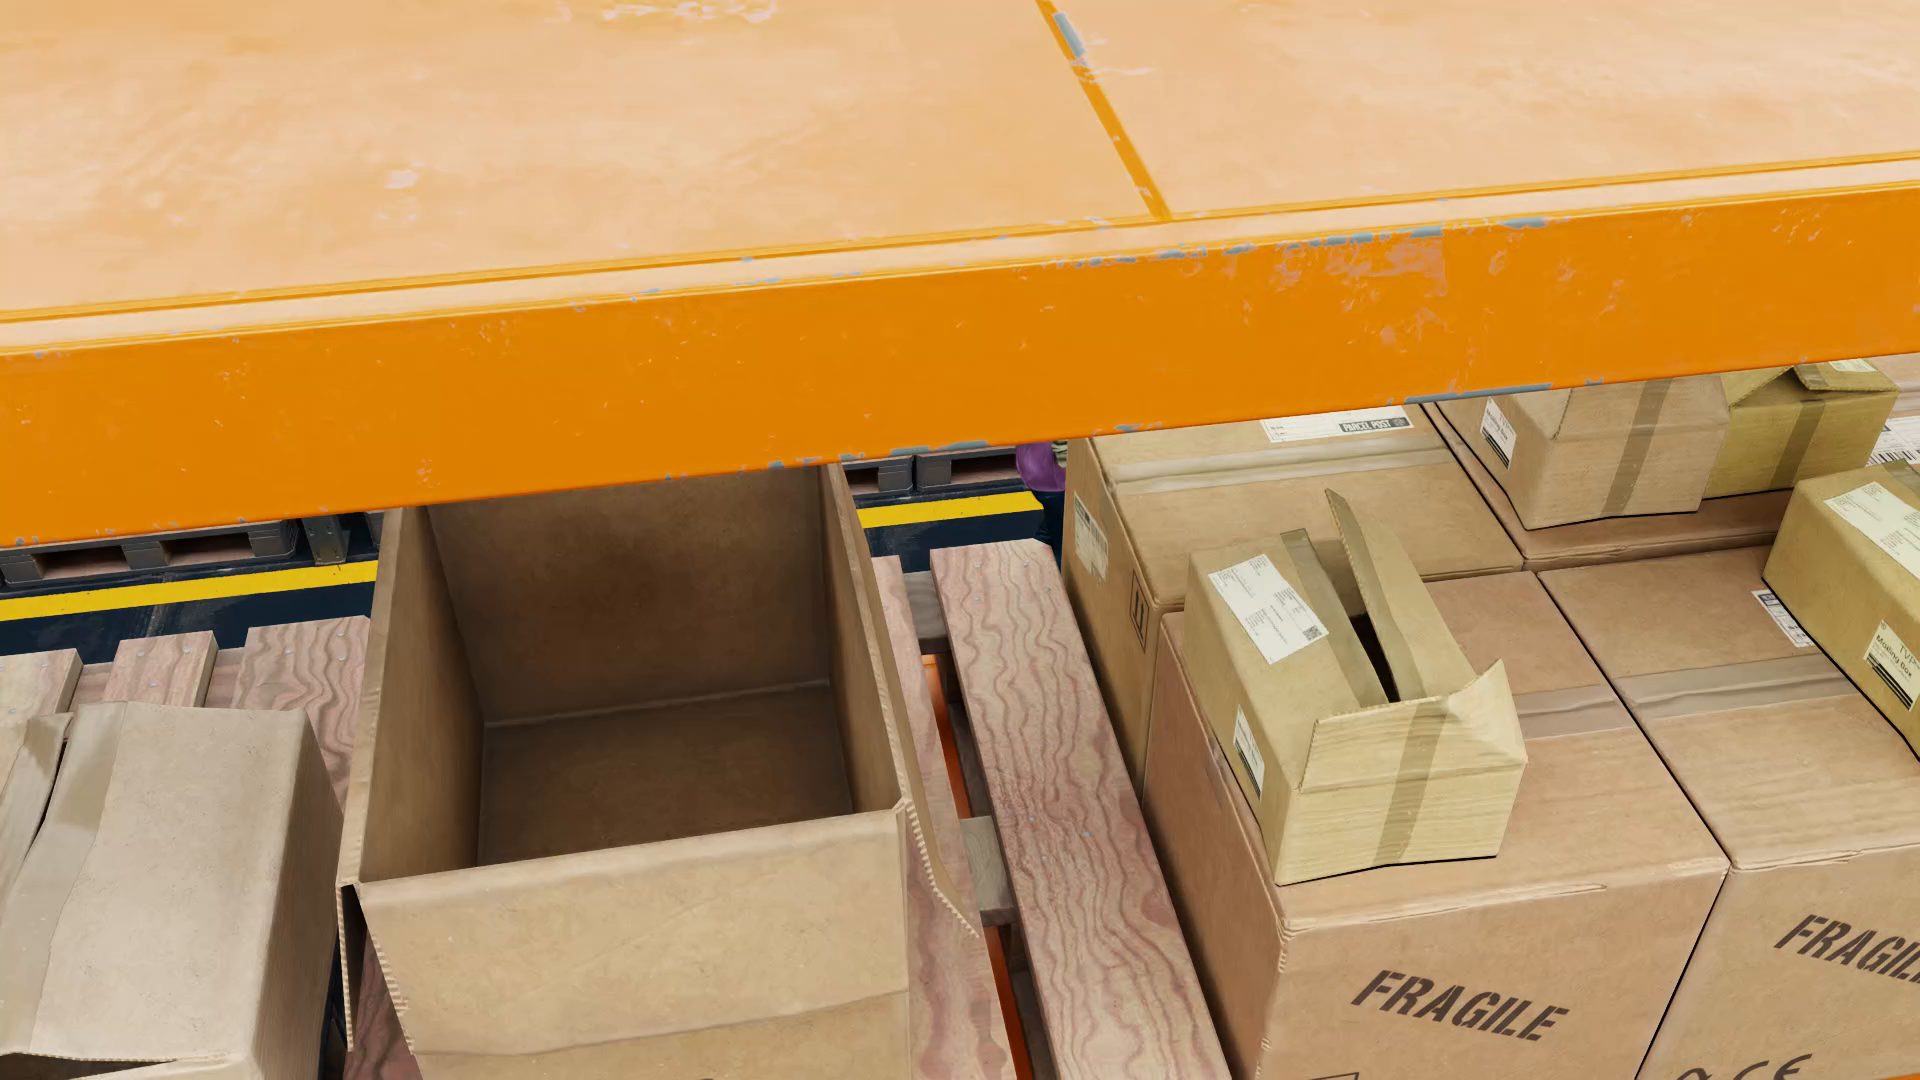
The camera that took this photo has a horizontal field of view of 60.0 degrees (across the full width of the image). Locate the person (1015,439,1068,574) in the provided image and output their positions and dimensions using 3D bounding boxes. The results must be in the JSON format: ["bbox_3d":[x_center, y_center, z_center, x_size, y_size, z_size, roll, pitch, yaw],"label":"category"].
[{"bbox_3d":[0.395,-0.284,6.511,0.346,1.593,0.459,-6,40,-8],"label":"person"}]
